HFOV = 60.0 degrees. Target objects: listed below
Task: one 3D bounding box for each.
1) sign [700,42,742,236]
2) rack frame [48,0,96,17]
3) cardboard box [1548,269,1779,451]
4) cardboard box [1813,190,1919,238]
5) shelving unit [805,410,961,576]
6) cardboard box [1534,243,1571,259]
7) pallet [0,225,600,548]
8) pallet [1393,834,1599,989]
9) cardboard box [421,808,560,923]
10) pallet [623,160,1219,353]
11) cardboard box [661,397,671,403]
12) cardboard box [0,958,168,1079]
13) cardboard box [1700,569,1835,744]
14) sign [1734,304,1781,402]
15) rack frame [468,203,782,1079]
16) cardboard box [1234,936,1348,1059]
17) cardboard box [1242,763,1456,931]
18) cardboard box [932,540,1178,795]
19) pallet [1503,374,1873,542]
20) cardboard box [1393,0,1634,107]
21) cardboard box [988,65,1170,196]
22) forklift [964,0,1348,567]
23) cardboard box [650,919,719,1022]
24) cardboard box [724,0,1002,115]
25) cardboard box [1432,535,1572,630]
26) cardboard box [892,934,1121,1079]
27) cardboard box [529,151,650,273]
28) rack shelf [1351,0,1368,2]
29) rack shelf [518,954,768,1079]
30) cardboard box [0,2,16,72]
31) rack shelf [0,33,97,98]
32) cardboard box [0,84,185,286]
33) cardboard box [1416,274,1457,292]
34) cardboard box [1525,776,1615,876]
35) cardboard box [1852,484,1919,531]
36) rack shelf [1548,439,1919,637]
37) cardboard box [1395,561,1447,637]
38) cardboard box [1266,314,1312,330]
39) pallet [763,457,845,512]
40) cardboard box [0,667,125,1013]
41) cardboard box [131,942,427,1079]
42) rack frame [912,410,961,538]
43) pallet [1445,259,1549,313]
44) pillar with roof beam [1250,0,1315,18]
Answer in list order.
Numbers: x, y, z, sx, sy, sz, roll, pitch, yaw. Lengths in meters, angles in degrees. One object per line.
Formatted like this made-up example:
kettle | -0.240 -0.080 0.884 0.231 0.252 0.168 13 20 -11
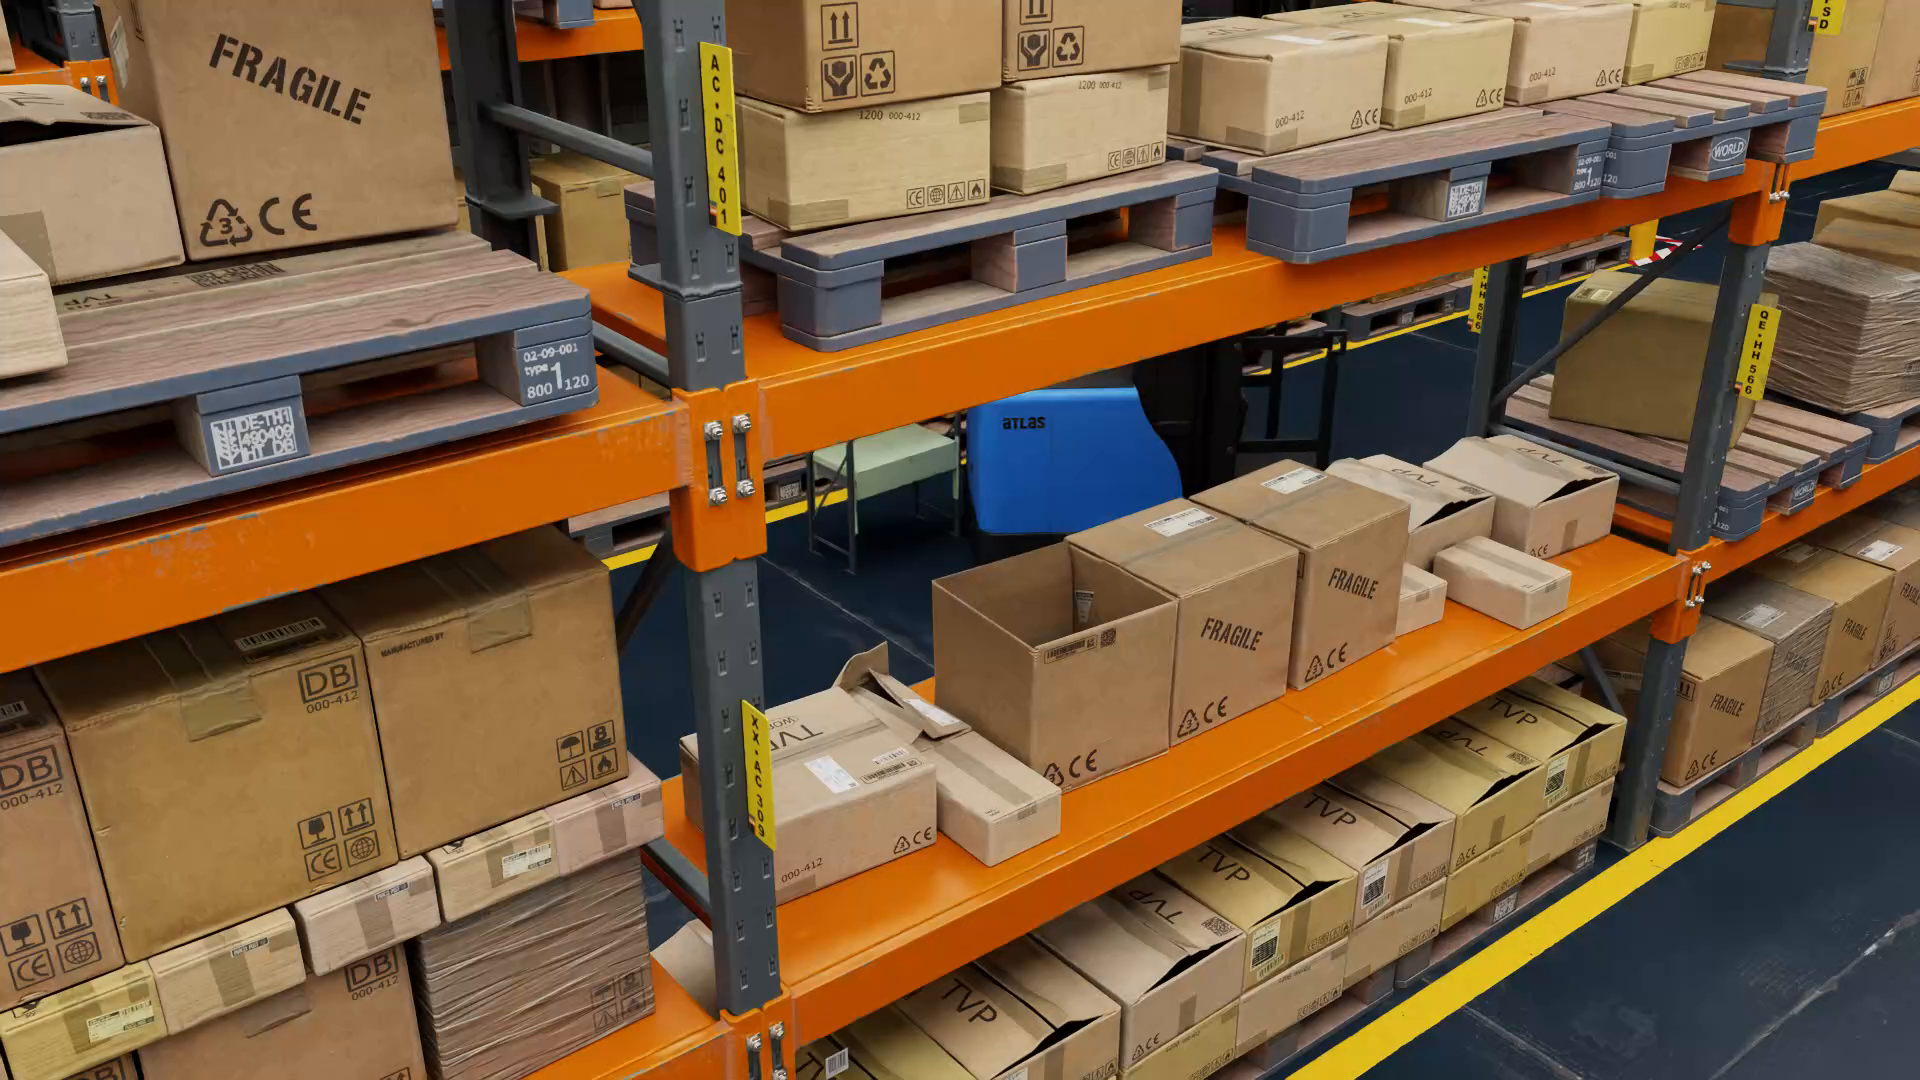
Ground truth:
sign | -0.422 -0.706 2.937 0.005 0.325 0.100 -18 31 -34
rack frame | -3.826 -3.620 6.360 0.127 3.000 1.000 -18 31 -34
cardboard box | 2.808 -0.734 6.652 0.700 0.500 0.500 15 29 29
cardboard box | 4.517 -1.324 7.922 0.500 0.500 0.700 -13 28 -26
shelving unit | -0.410 -0.656 8.882 0.755 1.500 0.431 -20 32 -36
cardboard box | 4.735 -2.728 14.034 0.500 0.500 0.700 -18 31 -34
pallet | -1.421 -0.349 2.981 1.213 0.211 1.003 -18 31 -34
pallet | 1.710 1.168 6.482 1.213 0.211 1.003 -18 31 -34
cardboard box | -1.043 0.607 3.490 0.250 0.149 0.380 -19 31 -35
pallet | -0.080 -0.766 4.001 1.217 0.209 0.805 -20 31 -36
cardboard box | -1.689 -0.704 9.650 0.500 0.500 0.700 -18 31 -34
cardboard box | -1.650 0.807 3.058 0.250 0.149 0.380 -18 31 -34
cardboard box | 3.325 0.475 7.110 0.500 0.500 0.500 -20 31 -36
sign | 2.727 -0.640 5.690 0.005 0.325 0.100 -18 31 -34
rack frame | -0.766 0.741 4.089 0.127 3.000 1.000 -18 31 -34
cardboard box | 0.914 1.376 5.490 0.500 0.250 0.500 -18 30 -33
cardboard box | 1.318 0.990 5.656 0.500 0.311 0.500 -18 31 -34
cardboard box | 0.263 0.365 4.781 0.500 0.500 0.500 -16 29 -30
pallet | 2.872 -0.410 6.798 1.003 0.211 1.213 -18 31 -34
cardboard box | 1.658 -1.502 5.040 0.500 0.250 0.500 -17 30 -33
cardboard box | 0.155 -1.042 4.049 0.500 0.250 0.500 -22 33 -39
forklift | 1.563 -1.337 8.648 3.031 2.935 1.130 -2 25 -4
cardboard box | -0.624 1.344 4.893 0.500 0.311 0.500 -18 31 -34
cardboard box | -0.256 -1.229 3.560 0.500 0.500 0.500 -18 30 -33
cardboard box | 1.845 0.141 5.680 0.250 0.149 0.380 -18 31 -34
cardboard box | 0.110 1.391 4.792 0.500 0.311 0.500 -19 31 -35
cardboard box | -2.008 -1.726 8.765 0.500 0.500 0.700 -18 31 -34
rack shelf | 0.896 -3.492 10.501 4.000 0.370 1.077 -18 31 -34
rack shelf | -2.340 1.587 3.121 4.000 0.370 1.077 -18 31 -34
cardboard box | -4.072 -2.100 6.506 0.500 0.500 0.500 -17 30 -33
rack shelf | -5.399 -1.413 6.024 4.000 0.370 1.077 -18 31 -34
cardboard box | -1.750 -0.649 2.963 0.500 0.311 0.500 -20 32 -37
cardboard box | 3.519 -2.323 13.163 0.500 0.500 0.700 -19 31 -35
cardboard box | 2.118 0.977 6.350 0.500 0.250 0.500 -17 30 -33
cardboard box | 4.529 0.076 7.969 0.500 0.500 0.500 -18 30 -33
rack shelf | 3.956 -0.491 7.599 4.000 0.370 1.077 -18 31 -34
cardboard box | 1.413 0.166 5.627 0.250 0.149 0.380 -16 29 -30
cardboard box | 2.038 -1.980 12.008 0.750 0.750 0.750 -18 30 -33
pallet | -1.294 -0.470 10.013 1.213 0.211 1.003 -18 31 -34
cardboard box | -1.903 0.486 2.979 0.500 0.500 0.700 -18 31 -34
cardboard box | -1.522 0.953 3.516 0.500 0.500 0.700 -19 31 -35
rack frame | -0.133 -0.757 9.100 0.023 1.500 0.400 -20 32 -36
pallet | 4.077 -2.202 13.744 1.213 0.211 1.003 -18 31 -34
pillar with roof beam | 5.143 -4.740 8.774 0.400 9.000 9.100 -18 31 -34
